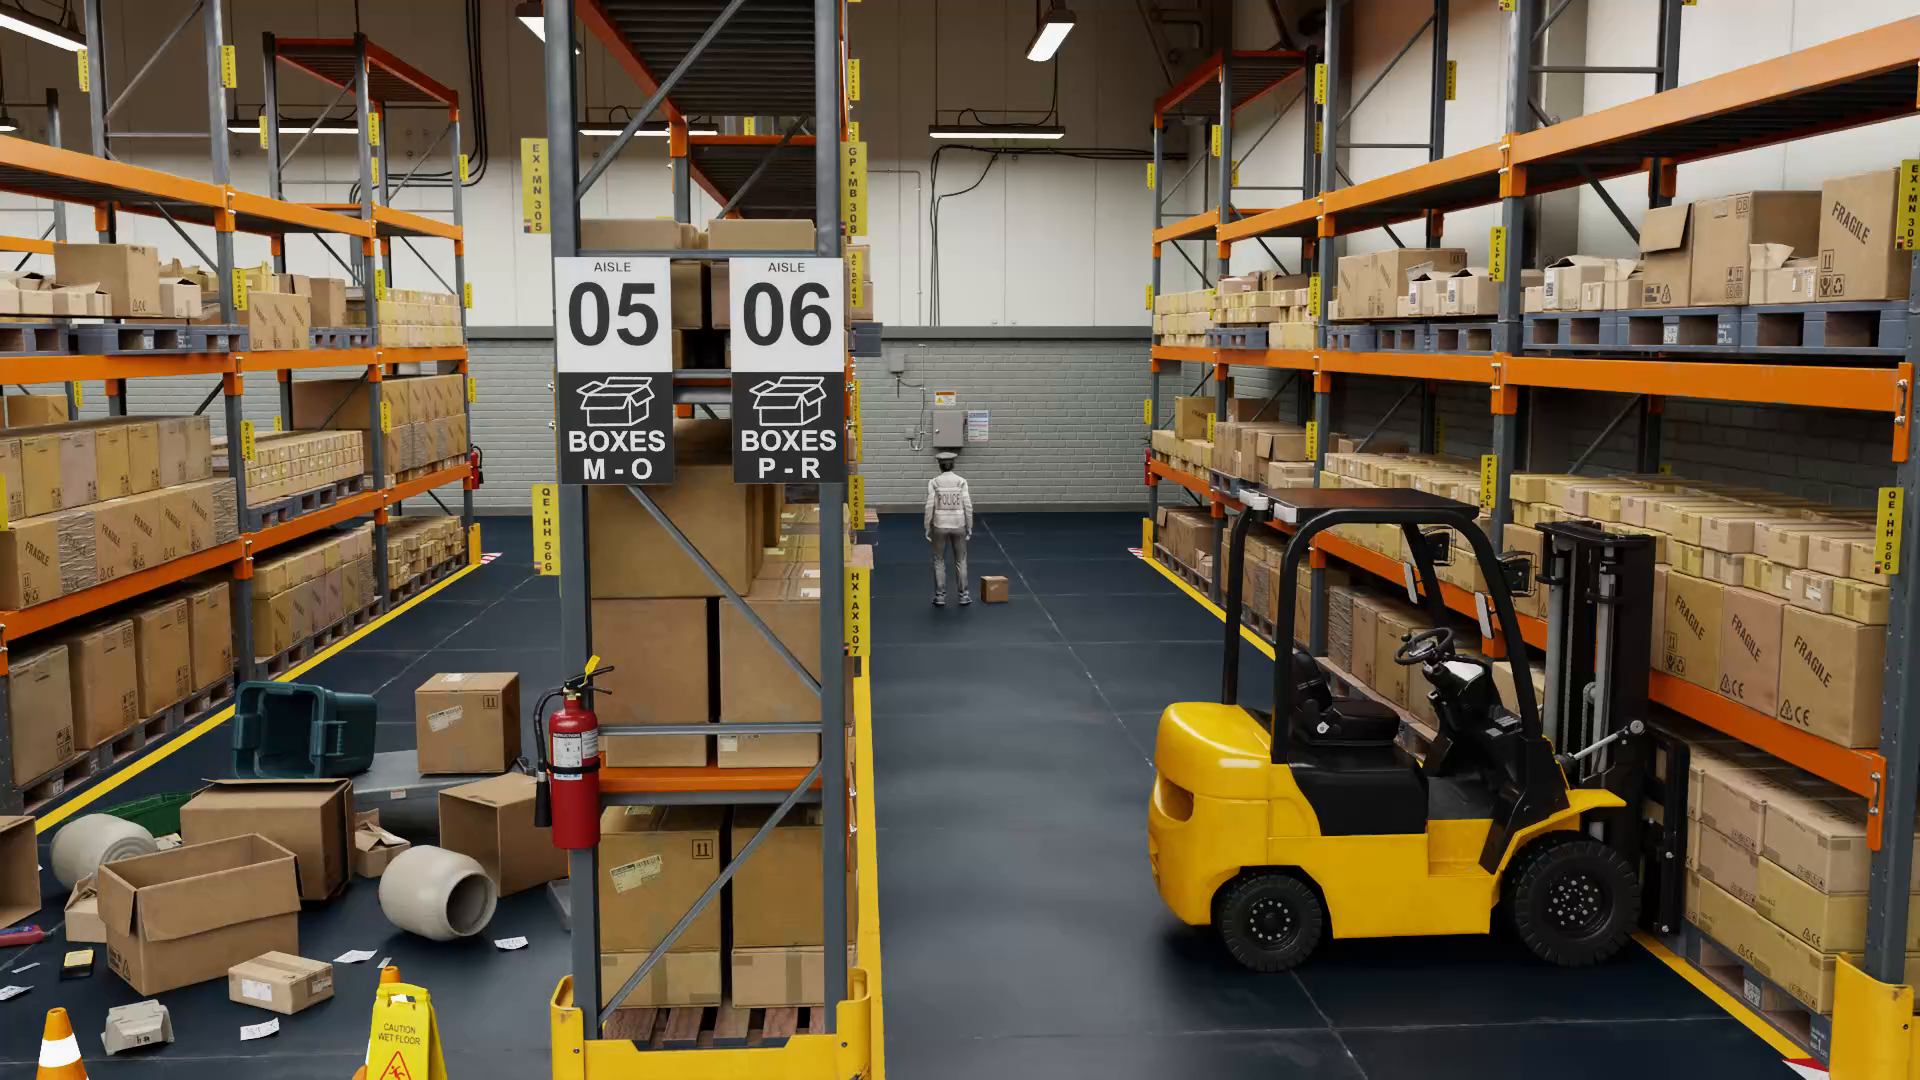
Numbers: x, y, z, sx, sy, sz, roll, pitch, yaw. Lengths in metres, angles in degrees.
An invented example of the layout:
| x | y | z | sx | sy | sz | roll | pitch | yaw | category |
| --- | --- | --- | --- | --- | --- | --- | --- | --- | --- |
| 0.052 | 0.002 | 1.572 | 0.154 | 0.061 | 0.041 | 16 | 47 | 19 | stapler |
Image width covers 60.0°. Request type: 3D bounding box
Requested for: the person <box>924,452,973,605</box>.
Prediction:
| x | y | z | sx | sy | sz | roll | pitch | yaw | category |
| --- | --- | --- | --- | --- | --- | --- | --- | --- | --- |
| -0.127 | -0.123 | 18.242 | 0.530 | 1.663 | 0.347 | -1 | 7 | -4 | person |
